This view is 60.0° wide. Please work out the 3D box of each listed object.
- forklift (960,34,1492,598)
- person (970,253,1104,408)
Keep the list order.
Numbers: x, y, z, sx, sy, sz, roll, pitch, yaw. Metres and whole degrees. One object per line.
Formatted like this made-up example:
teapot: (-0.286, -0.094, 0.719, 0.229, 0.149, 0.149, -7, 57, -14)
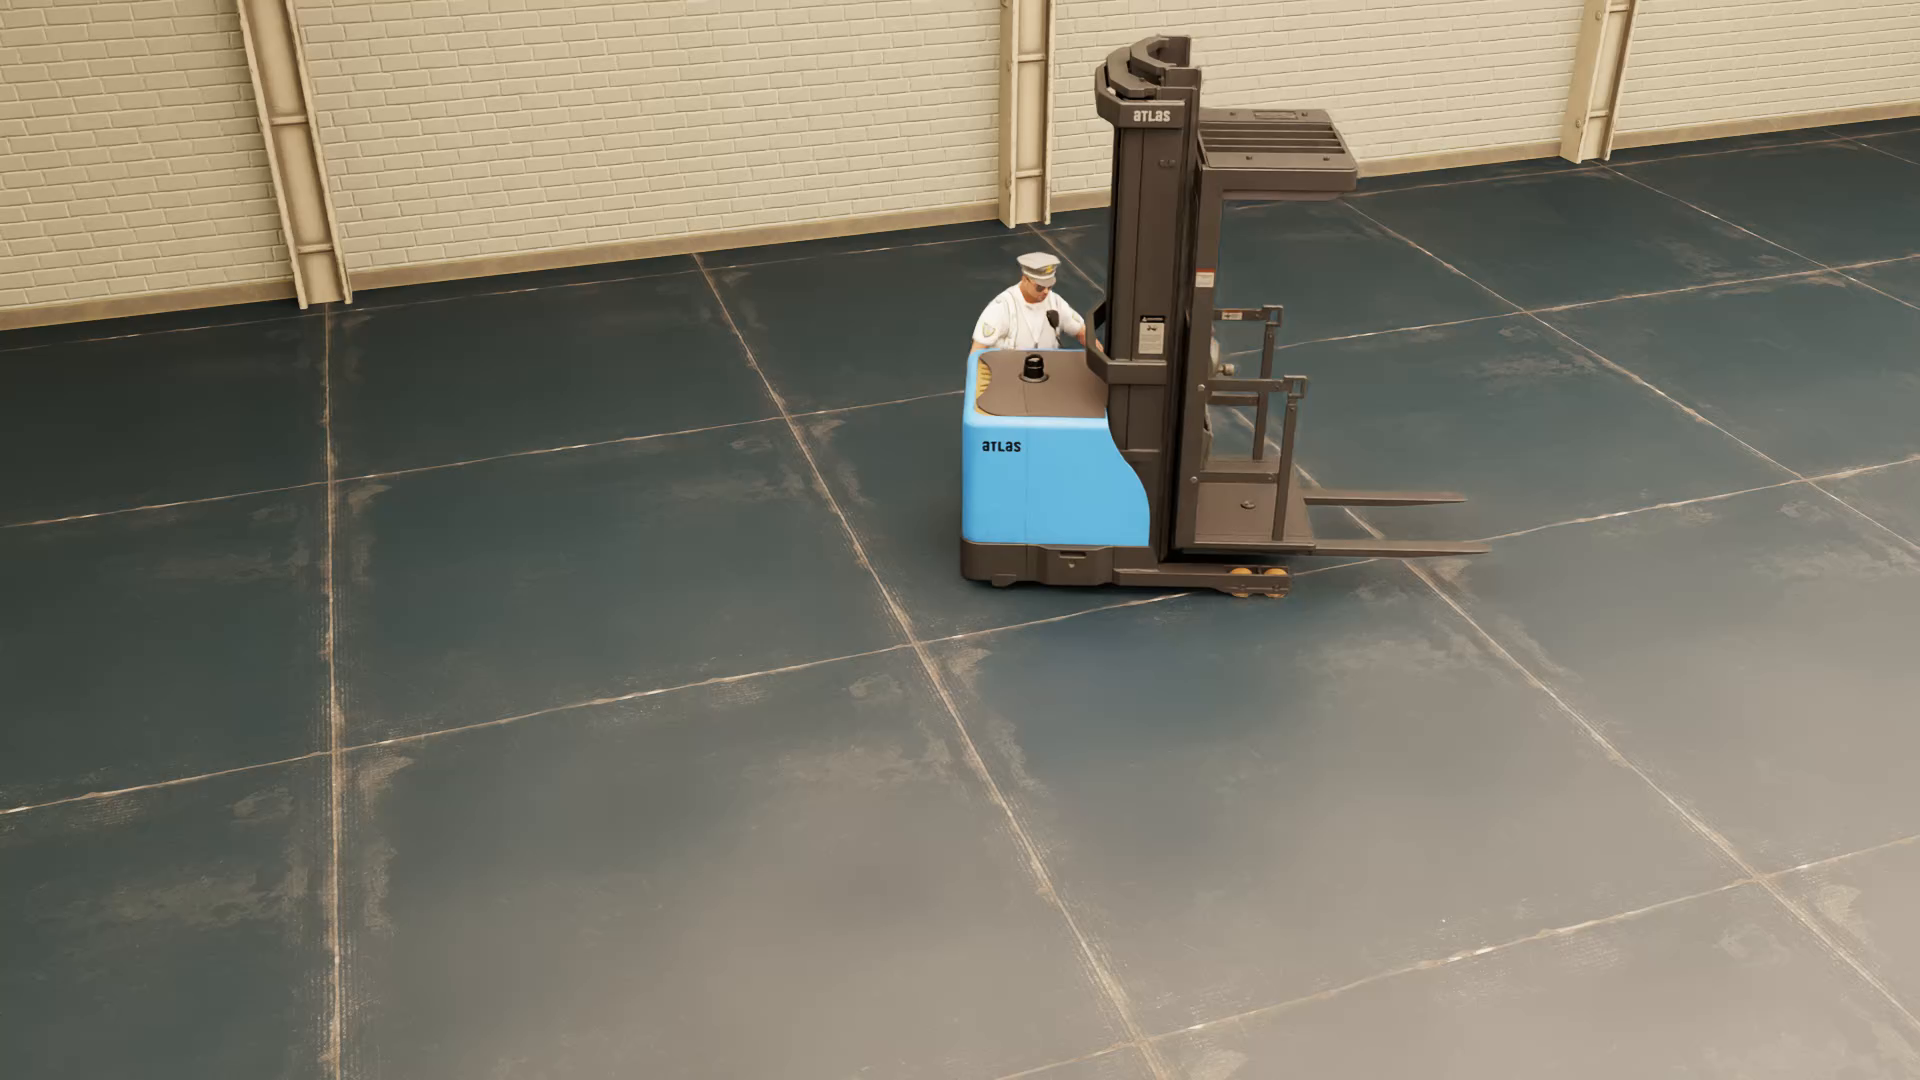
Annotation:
forklift: (1.532, -1.213, 9.194, 3.031, 2.935, 1.130, 1, 30, 2)
person: (0.469, -0.953, 10.115, 0.972, 1.627, 0.721, -12, 32, -21)
